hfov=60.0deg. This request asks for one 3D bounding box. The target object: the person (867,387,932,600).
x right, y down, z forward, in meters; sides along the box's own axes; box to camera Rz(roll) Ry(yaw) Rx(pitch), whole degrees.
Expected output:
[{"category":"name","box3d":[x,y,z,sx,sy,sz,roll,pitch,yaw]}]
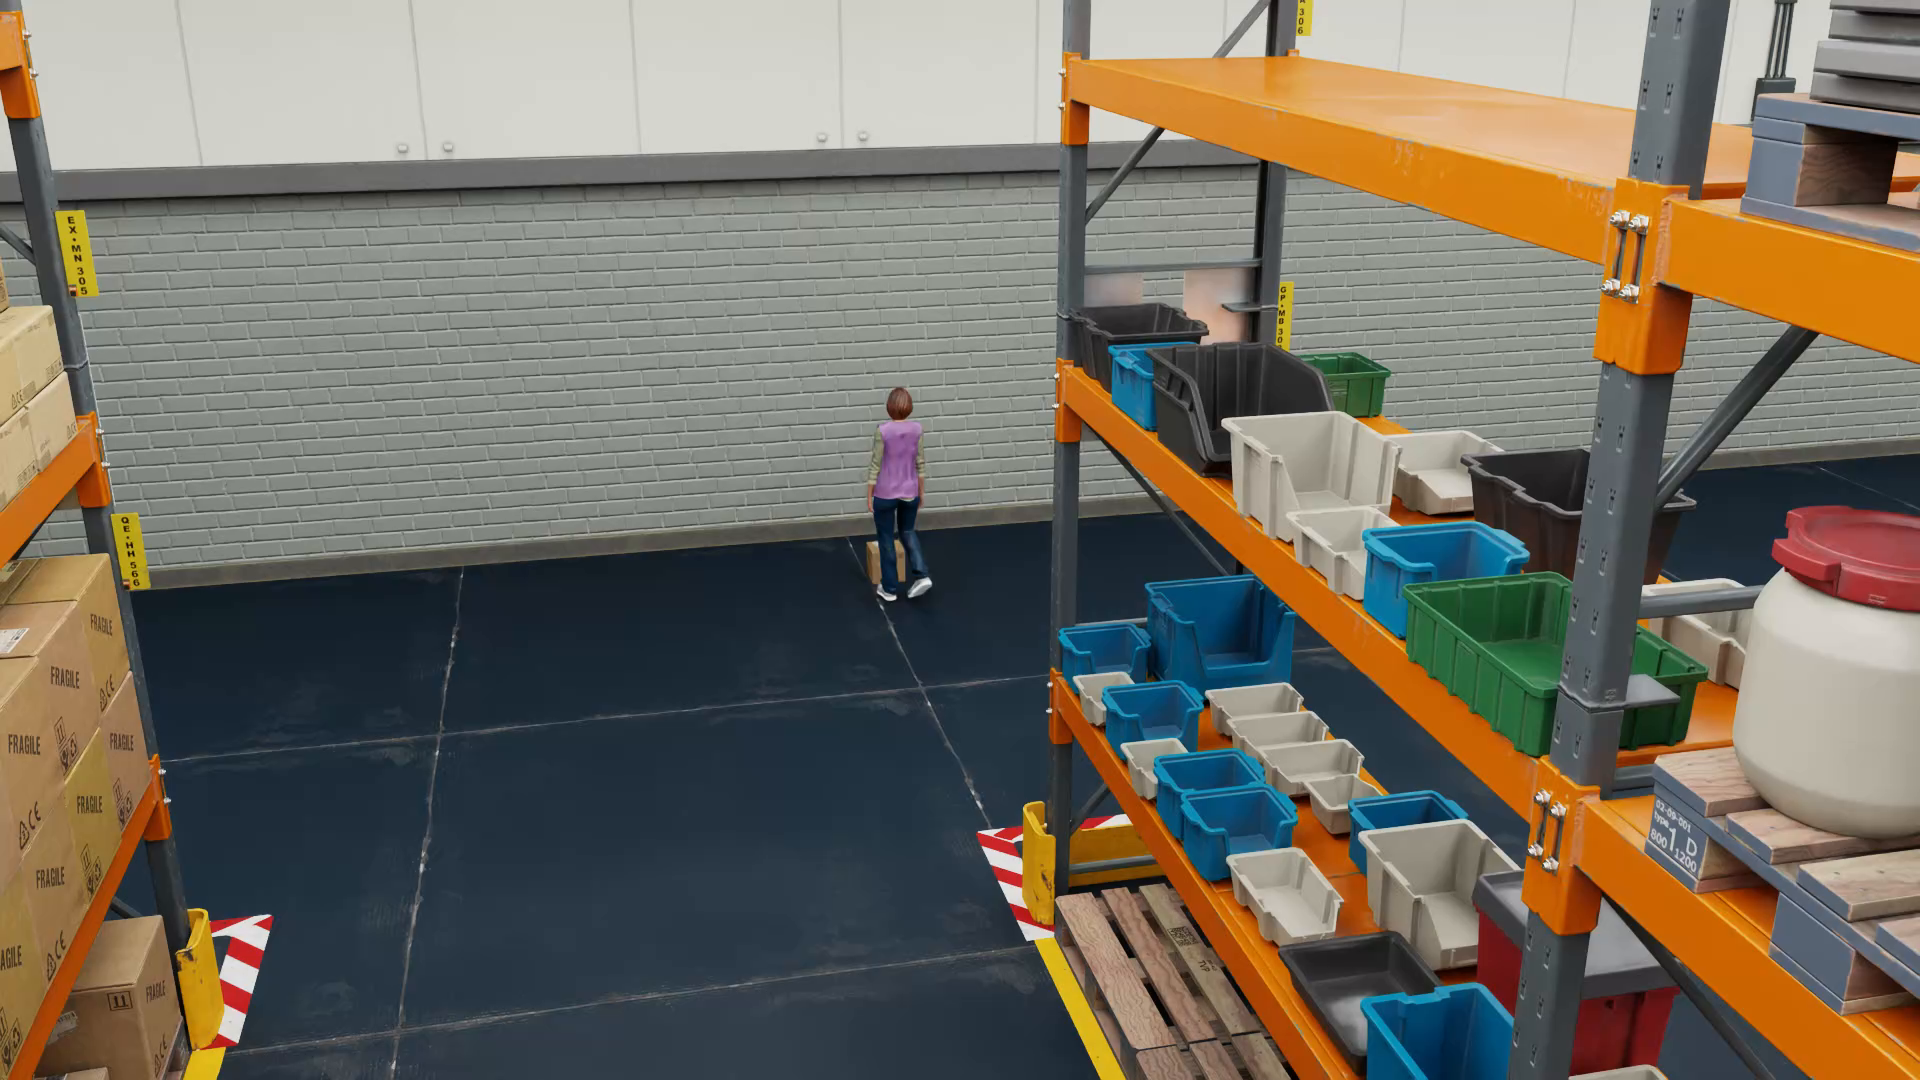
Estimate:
[{"category":"person","box3d":[-0.456,-0.317,11.927,0.431,1.593,0.466,-8,22,-22]}]
